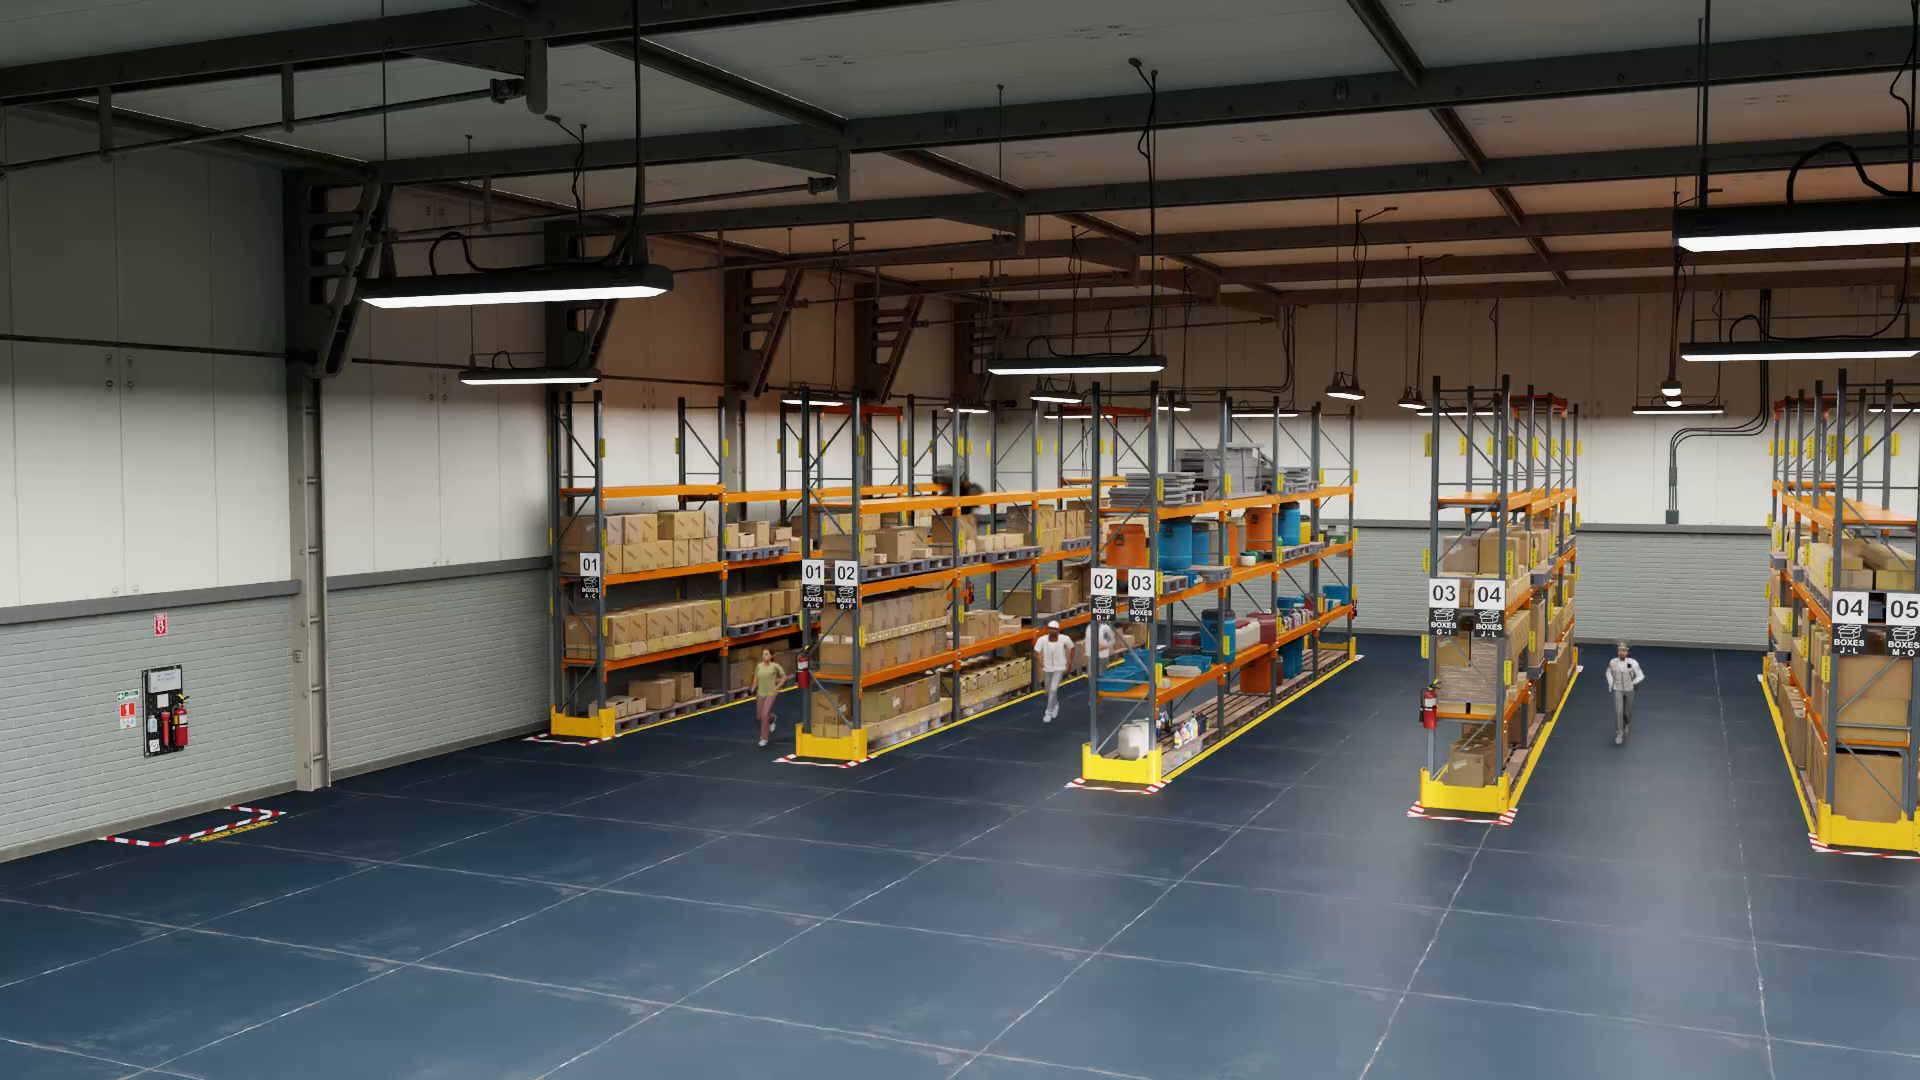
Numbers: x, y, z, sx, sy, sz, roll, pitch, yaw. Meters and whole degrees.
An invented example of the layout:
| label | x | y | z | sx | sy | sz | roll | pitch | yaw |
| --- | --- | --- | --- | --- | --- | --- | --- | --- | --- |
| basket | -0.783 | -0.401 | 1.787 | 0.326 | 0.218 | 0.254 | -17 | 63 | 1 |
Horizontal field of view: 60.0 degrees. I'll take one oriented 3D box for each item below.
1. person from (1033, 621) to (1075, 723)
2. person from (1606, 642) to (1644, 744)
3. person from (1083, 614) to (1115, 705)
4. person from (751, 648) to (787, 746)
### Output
| label | x | y | z | sx | sy | sz | roll | pitch | yaw |
| --- | --- | --- | --- | --- | --- | --- | --- | --- | --- |
| person | 1.622 | 2.279 | 29.017 | 0.725 | 1.761 | 0.863 | 1 | 3 | 14 |
| person | 11.292 | 2.570 | 28.263 | 0.610 | 1.694 | 0.860 | 2 | 4 | 26 |
| person | 2.557 | 2.177 | 30.859 | 0.656 | 1.776 | 0.758 | 1 | 3 | 23 |
| person | -3.237 | 2.642 | 28.256 | 0.584 | 1.646 | 0.697 | 1 | 3 | 19 |
